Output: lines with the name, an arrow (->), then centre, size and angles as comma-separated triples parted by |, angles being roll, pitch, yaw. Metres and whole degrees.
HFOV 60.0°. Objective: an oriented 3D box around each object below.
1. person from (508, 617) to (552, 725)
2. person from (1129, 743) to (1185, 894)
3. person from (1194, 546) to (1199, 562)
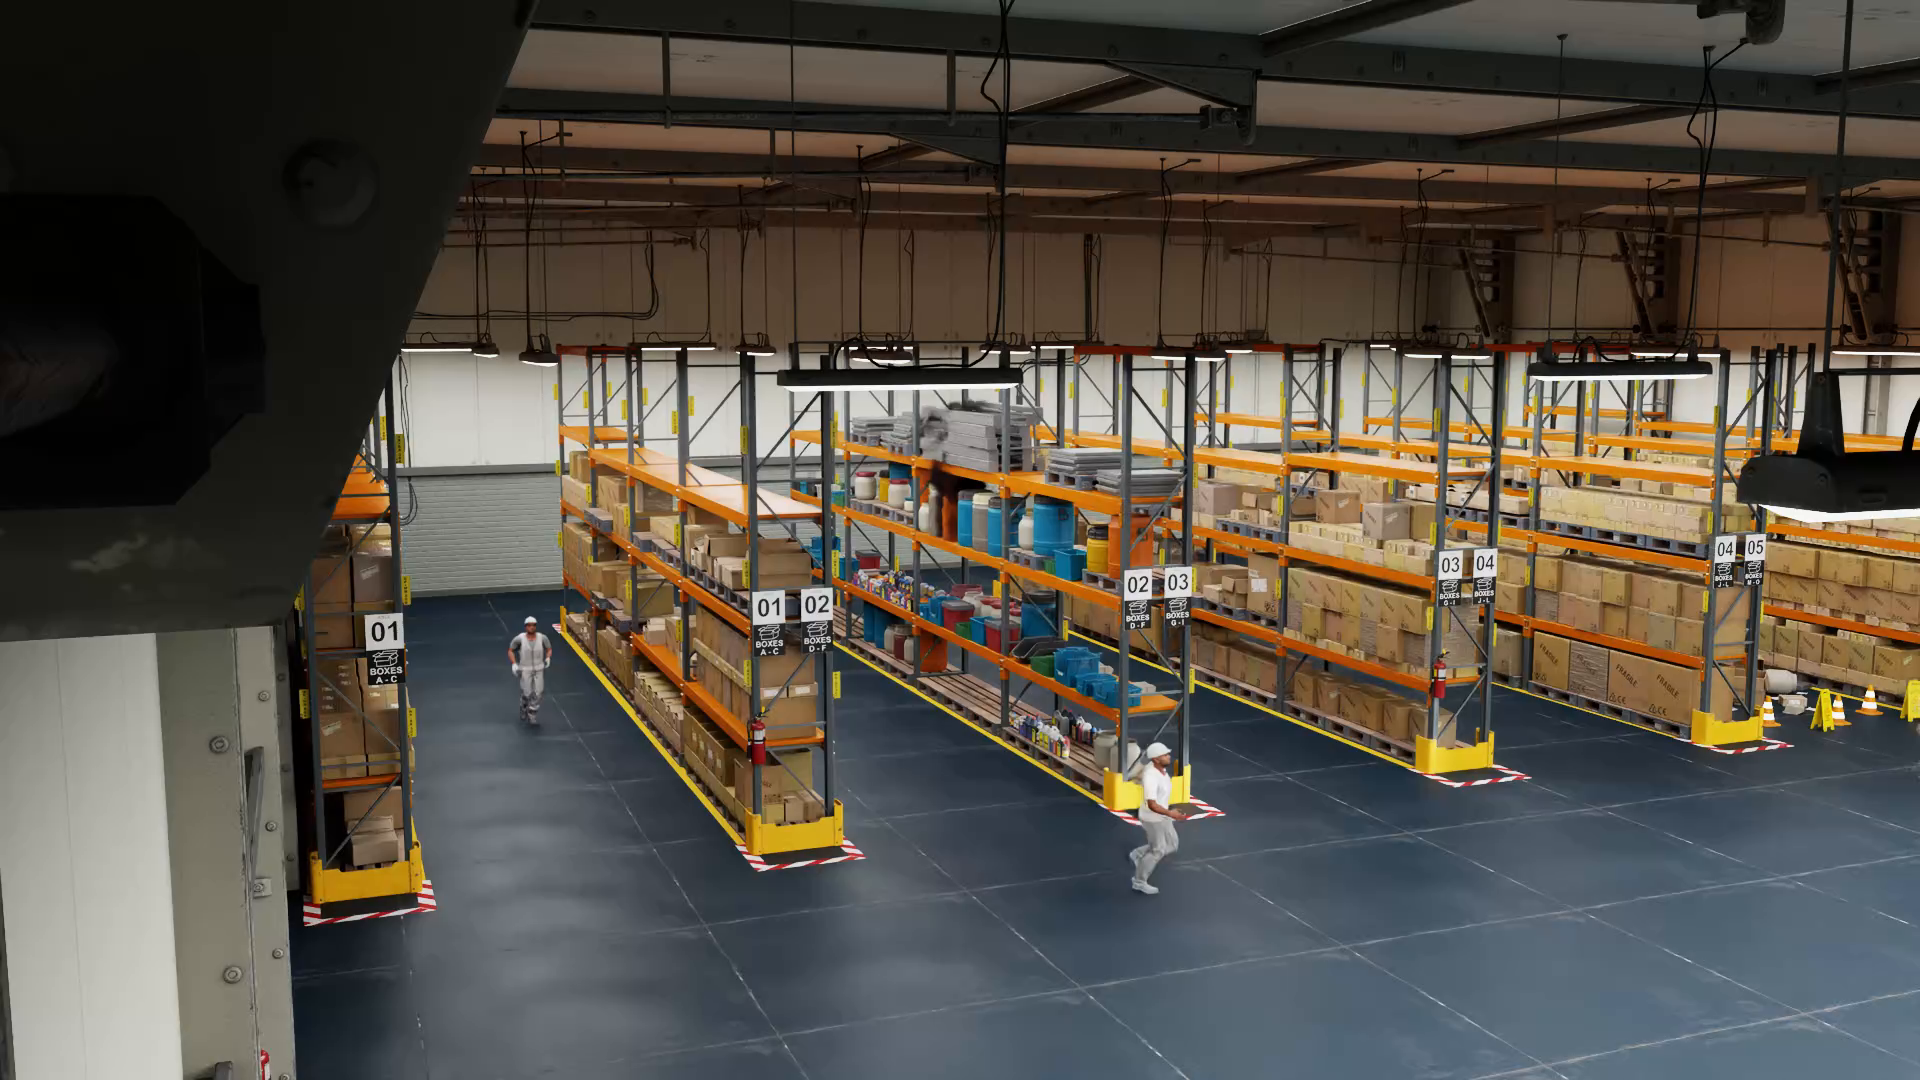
person -> -6.830, 2.091, 26.583 | 0.668, 1.749, 0.583 | -4, 8, -27
person -> 2.224, 3.114, 18.732 | 0.642, 1.723, 0.729 | 2, 8, 15
person -> 5.876, 0.241, 41.589 | 0.674, 1.663, 0.611 | 0, 7, -2
